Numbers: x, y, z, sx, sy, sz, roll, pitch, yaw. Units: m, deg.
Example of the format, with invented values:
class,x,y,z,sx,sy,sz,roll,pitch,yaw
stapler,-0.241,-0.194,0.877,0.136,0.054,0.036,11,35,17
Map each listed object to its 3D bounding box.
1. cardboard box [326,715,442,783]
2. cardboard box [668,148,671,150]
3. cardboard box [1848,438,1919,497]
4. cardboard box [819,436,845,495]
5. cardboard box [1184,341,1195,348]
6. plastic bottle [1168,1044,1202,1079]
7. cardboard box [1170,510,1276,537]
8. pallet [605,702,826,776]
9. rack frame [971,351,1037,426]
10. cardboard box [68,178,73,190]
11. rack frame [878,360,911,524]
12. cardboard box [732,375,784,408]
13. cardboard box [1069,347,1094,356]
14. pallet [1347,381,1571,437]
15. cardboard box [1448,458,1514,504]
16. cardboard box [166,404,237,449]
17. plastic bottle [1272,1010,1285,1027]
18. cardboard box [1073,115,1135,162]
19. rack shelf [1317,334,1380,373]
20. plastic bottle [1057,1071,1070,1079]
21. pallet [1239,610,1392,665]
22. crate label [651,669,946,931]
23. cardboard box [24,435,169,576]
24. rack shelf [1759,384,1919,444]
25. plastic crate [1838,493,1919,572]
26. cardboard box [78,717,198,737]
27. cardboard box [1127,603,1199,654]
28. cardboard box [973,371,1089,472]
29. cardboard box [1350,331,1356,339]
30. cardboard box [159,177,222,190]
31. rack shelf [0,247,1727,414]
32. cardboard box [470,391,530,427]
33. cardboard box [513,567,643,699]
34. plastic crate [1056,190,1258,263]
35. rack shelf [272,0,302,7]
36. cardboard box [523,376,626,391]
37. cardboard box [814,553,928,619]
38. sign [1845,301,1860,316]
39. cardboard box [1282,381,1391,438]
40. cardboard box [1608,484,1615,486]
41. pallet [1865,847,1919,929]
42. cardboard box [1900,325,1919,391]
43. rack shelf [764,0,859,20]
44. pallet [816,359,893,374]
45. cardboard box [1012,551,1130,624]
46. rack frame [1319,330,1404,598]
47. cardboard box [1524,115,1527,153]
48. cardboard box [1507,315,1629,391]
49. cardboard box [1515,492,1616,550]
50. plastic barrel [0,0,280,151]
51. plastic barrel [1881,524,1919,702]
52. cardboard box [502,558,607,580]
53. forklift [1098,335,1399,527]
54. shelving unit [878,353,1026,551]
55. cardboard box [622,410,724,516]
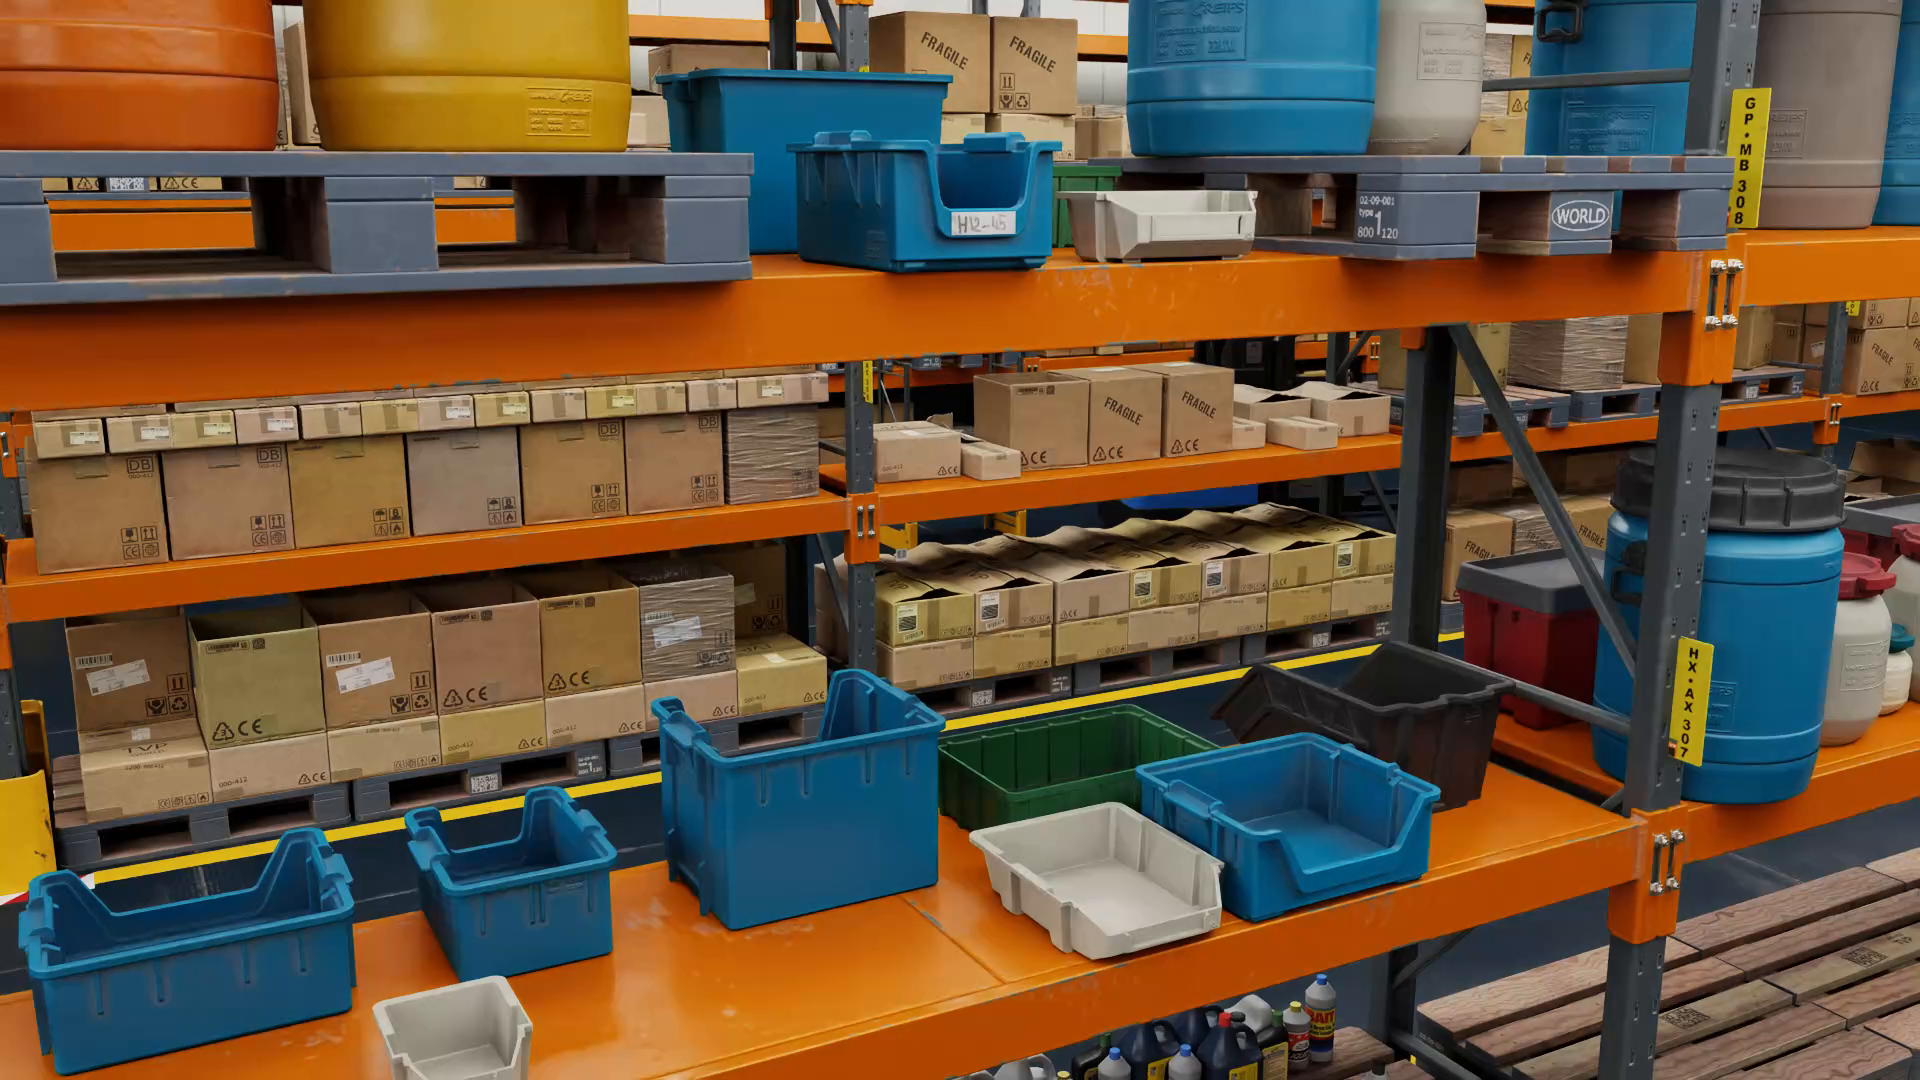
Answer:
class,x,y,z,sx,sy,sz,roll,pitch,yaw
cardboard box,-2.795,0.928,7.961,0.500,0.250,0.500,-7,14,-28
cardboard box,-2.056,-3.196,13.394,0.500,0.311,0.500,-6,14,-26
cardboard box,7.931,-0.547,13.893,0.637,0.503,0.797,-7,14,-28
cardboard box,-1.141,-0.705,14.602,0.500,0.500,0.700,-7,14,-28
cardboard box,2.138,-1.926,15.862,0.250,0.149,0.380,-7,14,-28
plastic bottle,0.656,1.605,4.860,0.097,0.271,0.097,0,13,0
cardboard box,1.716,-0.013,10.863,0.500,0.311,0.500,-7,15,-29
pallet,-1.456,0.926,9.015,1.213,0.211,1.003,-7,14,-28
rack frame,0.397,-1.885,15.155,0.127,3.000,1.000,-7,14,-28
cardboard box,-6.380,-2.658,11.485,0.500,0.500,0.500,-6,14,-24
rack frame,-0.521,-0.669,13.167,0.032,1.500,0.500,-7,14,-28
cardboard box,-1.092,-0.780,8.538,0.250,0.149,0.380,-7,15,-29
cardboard box,1.022,-1.787,15.246,0.250,0.149,0.380,-7,14,-27
pallet,3.335,-0.922,11.313,1.003,0.211,1.213,-7,14,-28
cardboard box,3.529,-0.443,11.727,0.500,0.250,0.500,-6,14,-26
cardboard box,-3.351,-0.509,7.333,0.250,0.149,0.380,-7,14,-28
plastic bottle,0.964,1.566,5.192,0.097,0.201,0.097,0,13,0
cardboard box,0.970,-2.295,9.527,0.500,0.250,0.500,-8,15,-33
rack shelf,5.663,-2.166,18.039,4.000,0.370,1.077,-7,14,-28
plastic bottle,0.300,1.645,4.838,0.097,0.201,0.097,0,13,0
pallet,2.032,0.508,10.870,1.213,0.211,1.003,-7,14,-28
crate label,-0.392,0.602,4.020,0.616,0.435,0.502,-7,14,-28
cardboard box,-3.833,-0.185,7.371,0.500,0.500,0.700,-7,14,-28
rack shelf,8.040,-1.211,13.799,4.000,0.370,1.077,-7,14,-28
plastic crate,3.579,0.104,6.171,0.583,0.464,0.402,-7,14,-28
cardboard box,-3.919,0.934,7.935,0.500,0.250,0.500,-7,14,-28
cardboard box,1.085,0.470,9.996,0.500,0.250,0.500,-7,14,-27
cardboard box,0.407,-0.692,9.625,0.500,0.500,0.500,-6,14,-24
cardboard box,3.746,-2.103,16.650,0.250,0.149,0.380,-7,14,-27
cardboard box,-5.270,-2.658,11.482,0.500,0.500,0.500,-6,14,-25
rack shelf,-0.123,-0.457,3.616,4.000,0.370,1.077,-7,14,-28
cardboard box,-2.221,-0.644,7.933,0.250,0.149,0.380,-6,14,-26
cardboard box,-1.921,0.455,8.354,0.500,0.500,0.500,-7,14,-28
plastic crate,0.417,-0.643,3.405,0.396,0.136,0.243,-7,14,-28
rack shelf,-4.870,-3.828,11.771,4.000,0.370,1.077,-7,14,-28
cardboard box,-2.007,-1.038,8.208,0.500,0.500,0.700,-7,14,-28
cardboard box,-0.519,0.255,9.674,0.500,0.311,0.500,-7,14,-28
sign,6.553,-1.810,12.184,0.005,0.325,0.100,-7,14,-28
cardboard box,2.433,-0.858,10.792,0.500,0.311,0.500,-6,14,-24
cardboard box,4.838,-0.234,12.507,0.500,0.500,0.500,-7,14,-27
pallet,4.445,1.458,6.649,1.213,0.211,1.003,-7,14,-28
cardboard box,7.310,-1.456,13.021,0.500,0.500,0.500,-7,14,-27
rack shelf,-2.493,-2.681,7.574,4.000,0.370,1.077,-7,14,-28
pallet,-1.321,-1.576,14.216,1.213,0.211,1.003,-7,14,-28
cardboard box,0.640,0.251,9.692,0.500,0.311,0.500,-7,15,-30
rack frame,2.773,-0.931,10.915,0.127,3.000,1.000,-7,14,-28
cardboard box,3.588,-2.549,11.046,0.500,0.500,0.910,-7,14,-28
cardboard box,4.166,-1.332,11.513,0.500,0.500,0.700,-4,13,-17
cardboard box,4.209,-0.027,11.589,0.500,0.500,0.500,-7,14,-29
plastic barrel,-1.513,-1.088,2.845,0.708,0.830,0.600,-7,14,-28
plastic barrel,3.221,0.243,5.389,0.433,0.535,0.433,0,13,0
cardboard box,-2.172,0.354,8.802,0.500,0.500,0.500,-7,14,-28
forklift,2.752,-1.546,13.802,3.031,2.935,1.130,-3,13,-11
shelving unit,-0.067,-0.724,13.409,1.083,1.500,0.587,-7,14,-28
cardboard box,-1.584,-0.455,8.569,0.500,0.500,0.700,-7,14,-28
